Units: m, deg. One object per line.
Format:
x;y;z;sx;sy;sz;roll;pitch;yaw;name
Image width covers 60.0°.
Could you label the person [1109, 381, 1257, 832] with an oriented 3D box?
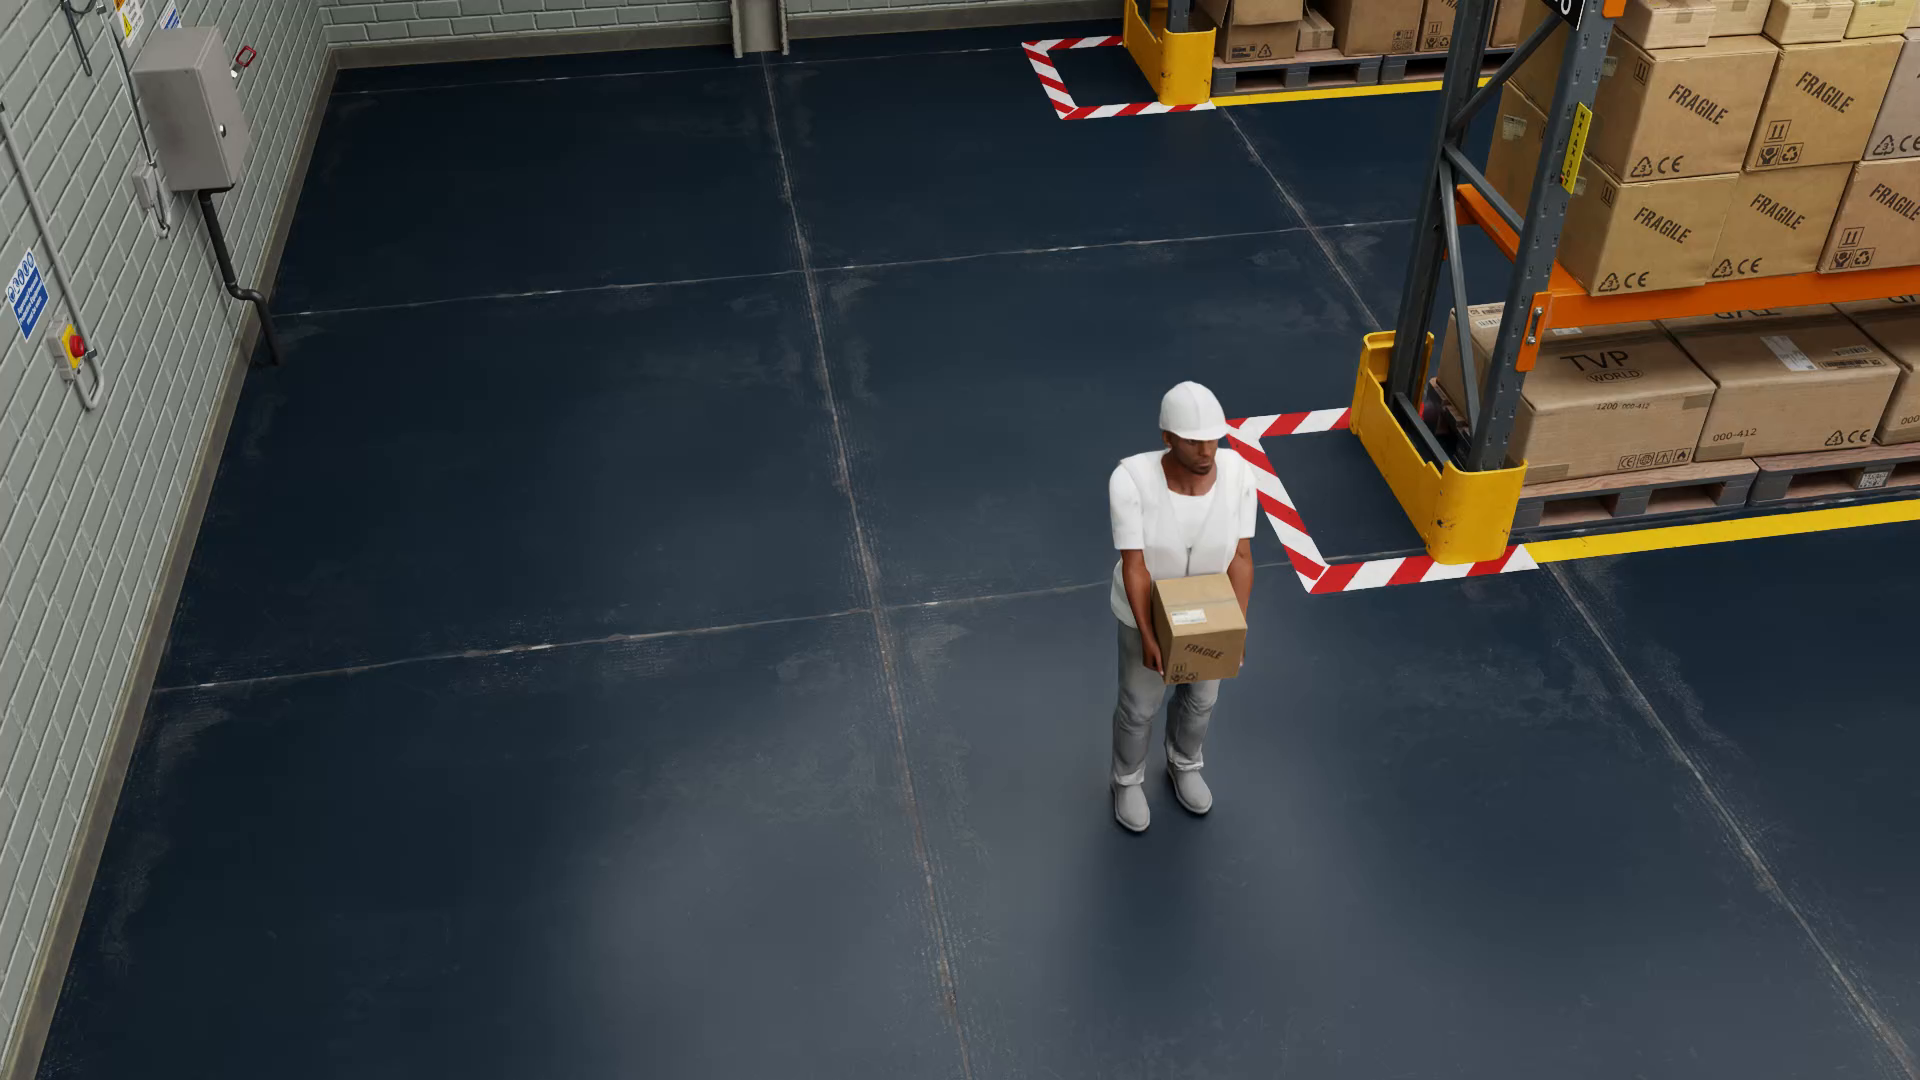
0.770;0.299;5.762;0.503;1.760;0.577;-6;39;-7;person
